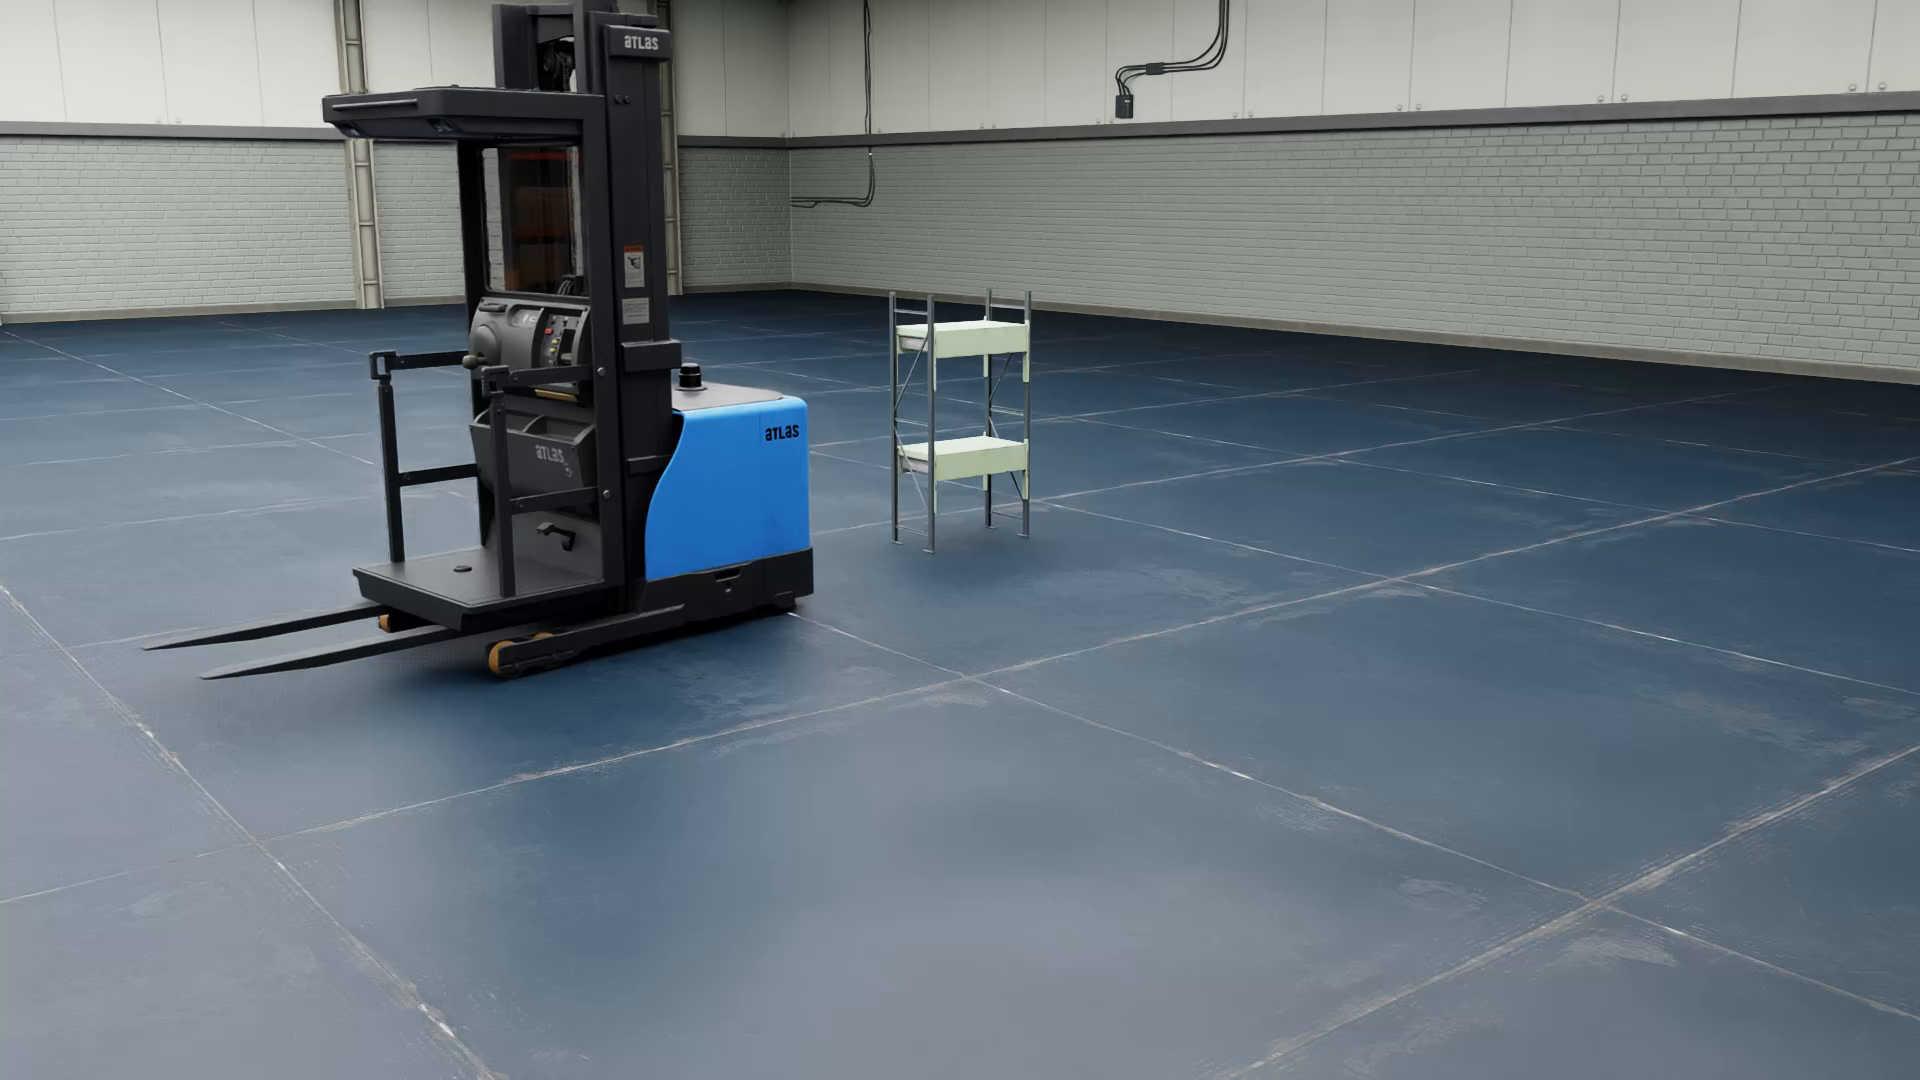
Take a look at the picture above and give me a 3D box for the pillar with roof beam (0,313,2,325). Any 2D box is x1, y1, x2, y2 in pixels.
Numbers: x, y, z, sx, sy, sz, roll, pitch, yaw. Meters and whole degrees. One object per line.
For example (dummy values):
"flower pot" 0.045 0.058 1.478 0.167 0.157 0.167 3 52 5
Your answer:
"pillar with roof beam" -12.467 -7.045 21.641 0.400 9.000 9.100 -9 15 -38

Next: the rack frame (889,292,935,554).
"rack frame" -0.281 -0.687 9.753 0.023 1.500 0.400 -9 15 -38

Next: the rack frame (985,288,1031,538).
"rack frame" 0.291 -0.782 10.201 0.023 1.500 0.400 -9 15 -38

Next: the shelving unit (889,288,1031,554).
"shelving unit" 0.005 -0.735 9.977 0.755 1.500 0.431 -9 15 -38

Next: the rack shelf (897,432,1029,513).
"rack shelf" 0.005 -0.416 10.045 0.720 0.370 0.431 -9 15 -38

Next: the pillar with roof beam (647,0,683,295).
"pillar with roof beam" -3.096 -8.602 28.974 0.400 9.000 9.100 -9 15 -38

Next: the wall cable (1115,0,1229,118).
"wall cable" 3.259 -9.590 25.438 0.169 6.003 2.305 -9 15 -38

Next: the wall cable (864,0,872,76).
"wall cable" -0.969 -9.981 30.784 0.112 2.526 3.097 -9 15 -38

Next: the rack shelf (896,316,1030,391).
"rack shelf" 0.005 -1.116 9.896 0.720 0.370 0.431 -9 15 -38

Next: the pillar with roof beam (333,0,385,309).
"pillar with roof beam" -7.781 -7.823 25.307 0.400 9.000 9.100 -9 15 -38

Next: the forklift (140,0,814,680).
"forklift" -2.137 -0.947 7.531 1.130 2.935 3.031 11 17 43

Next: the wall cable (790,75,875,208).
"wall cable" -2.659 -7.949 33.375 0.112 2.526 3.097 -9 15 -38
